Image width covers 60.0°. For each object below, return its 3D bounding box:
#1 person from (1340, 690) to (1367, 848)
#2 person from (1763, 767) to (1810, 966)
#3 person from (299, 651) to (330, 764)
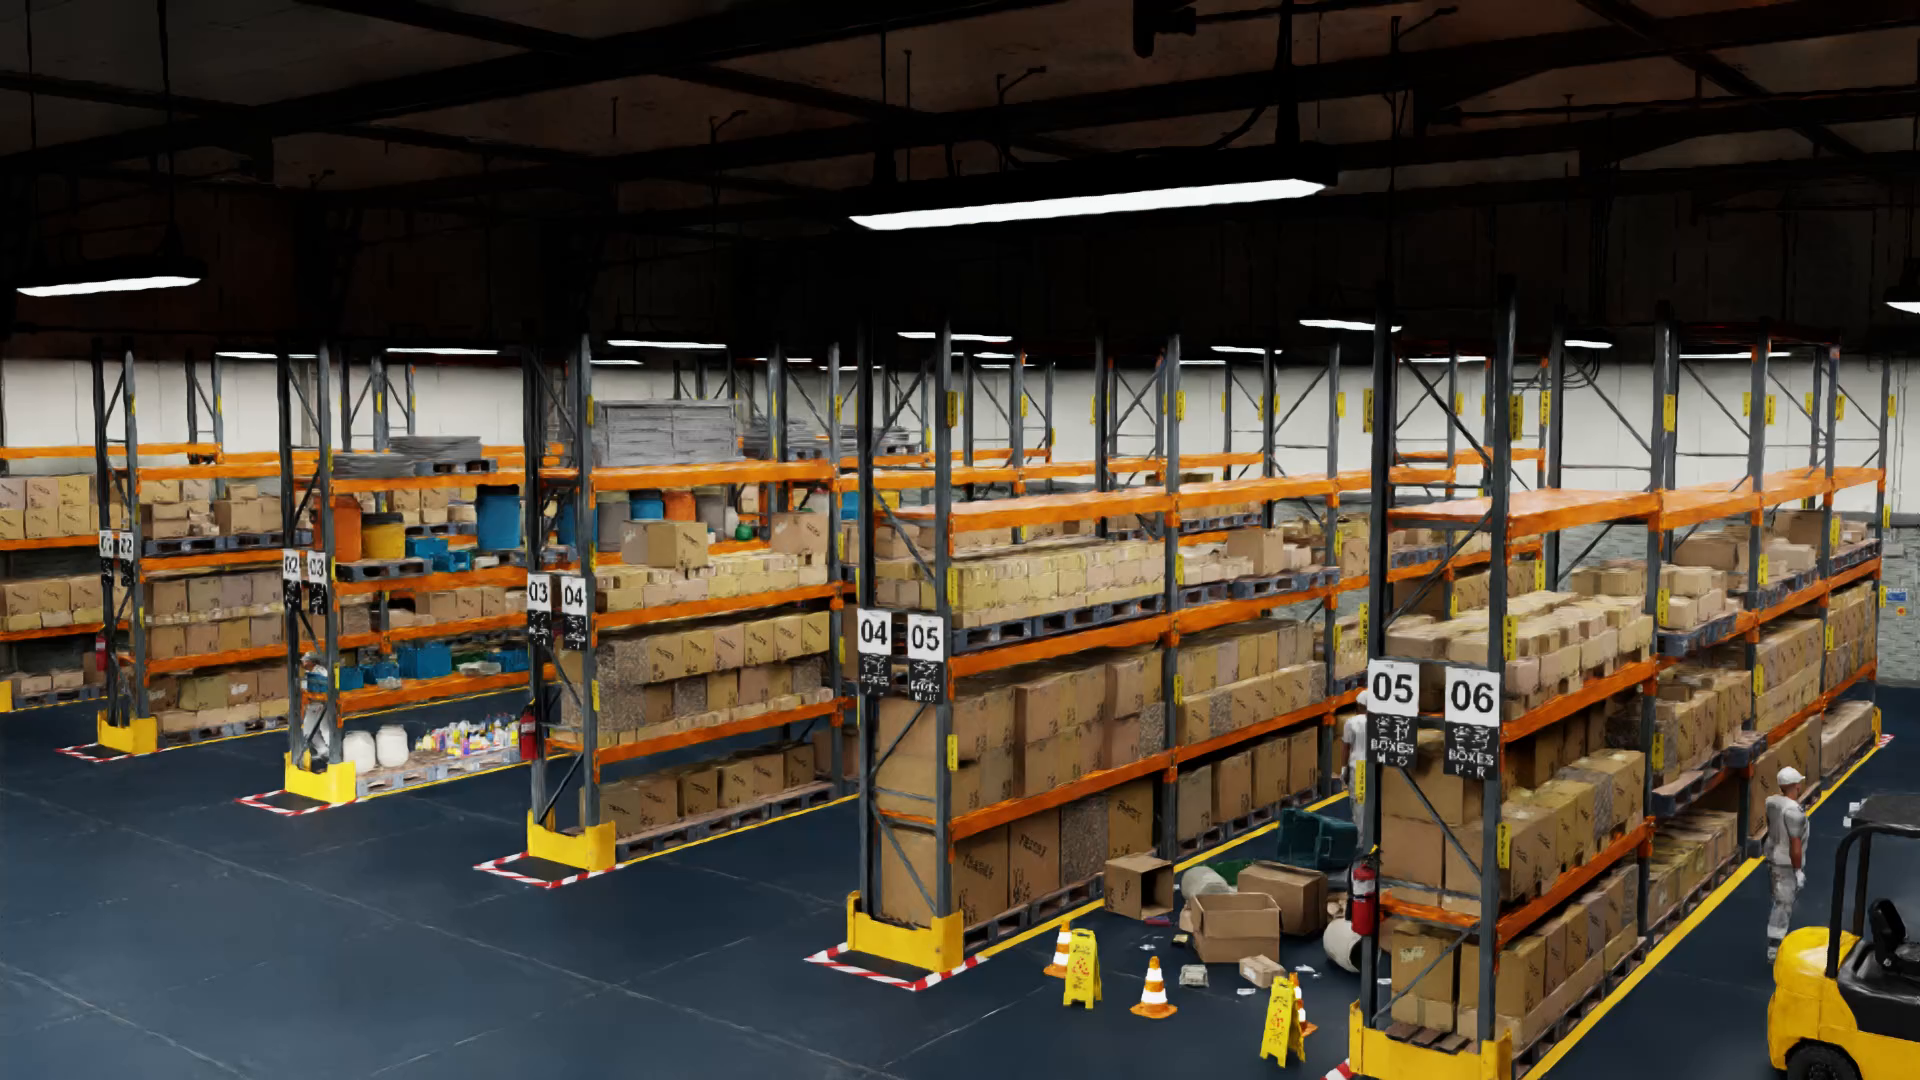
[{"bbox_3d":[4.588,2.596,19.107,0.614,1.784,0.498,-2,5,-22],"label":"person"},{"bbox_3d":[7.543,2.943,15.099,0.450,1.789,0.605,1,5,6],"label":"person"},{"bbox_3d":[-9.004,2.340,23.345,0.608,1.611,0.575,4,6,36],"label":"person"}]
